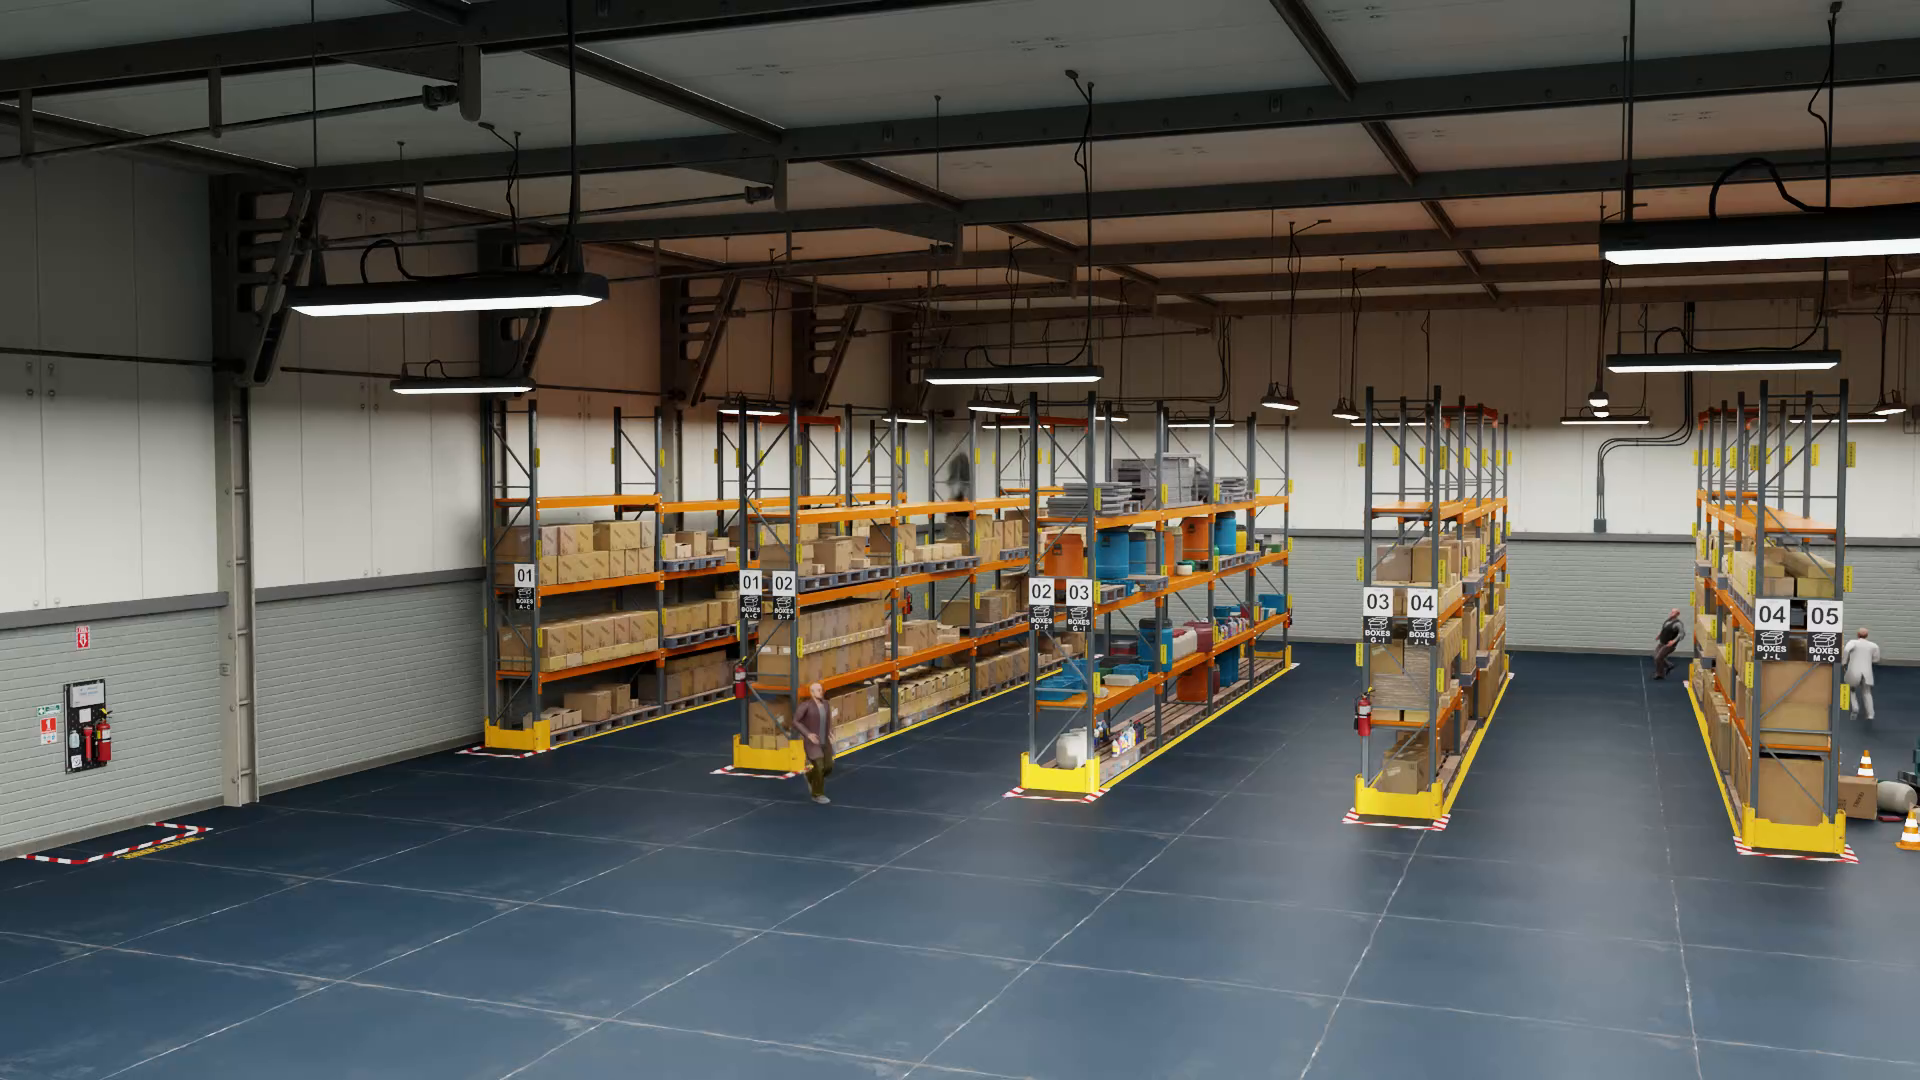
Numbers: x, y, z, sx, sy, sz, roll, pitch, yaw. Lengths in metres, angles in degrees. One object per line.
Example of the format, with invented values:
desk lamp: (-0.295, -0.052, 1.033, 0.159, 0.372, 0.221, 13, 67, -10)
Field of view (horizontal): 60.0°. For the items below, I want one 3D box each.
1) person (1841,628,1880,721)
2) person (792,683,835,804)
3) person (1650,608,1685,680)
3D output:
person: (17.057, 2.560, 31.535, 0.724, 1.794, 0.953, 1, 3, 16)
person: (-2.143, 2.938, 24.188, 0.724, 1.743, 0.645, -3, 4, -44)
person: (15.881, 2.338, 37.333, 0.582, 1.636, 0.714, 0, 3, -3)
